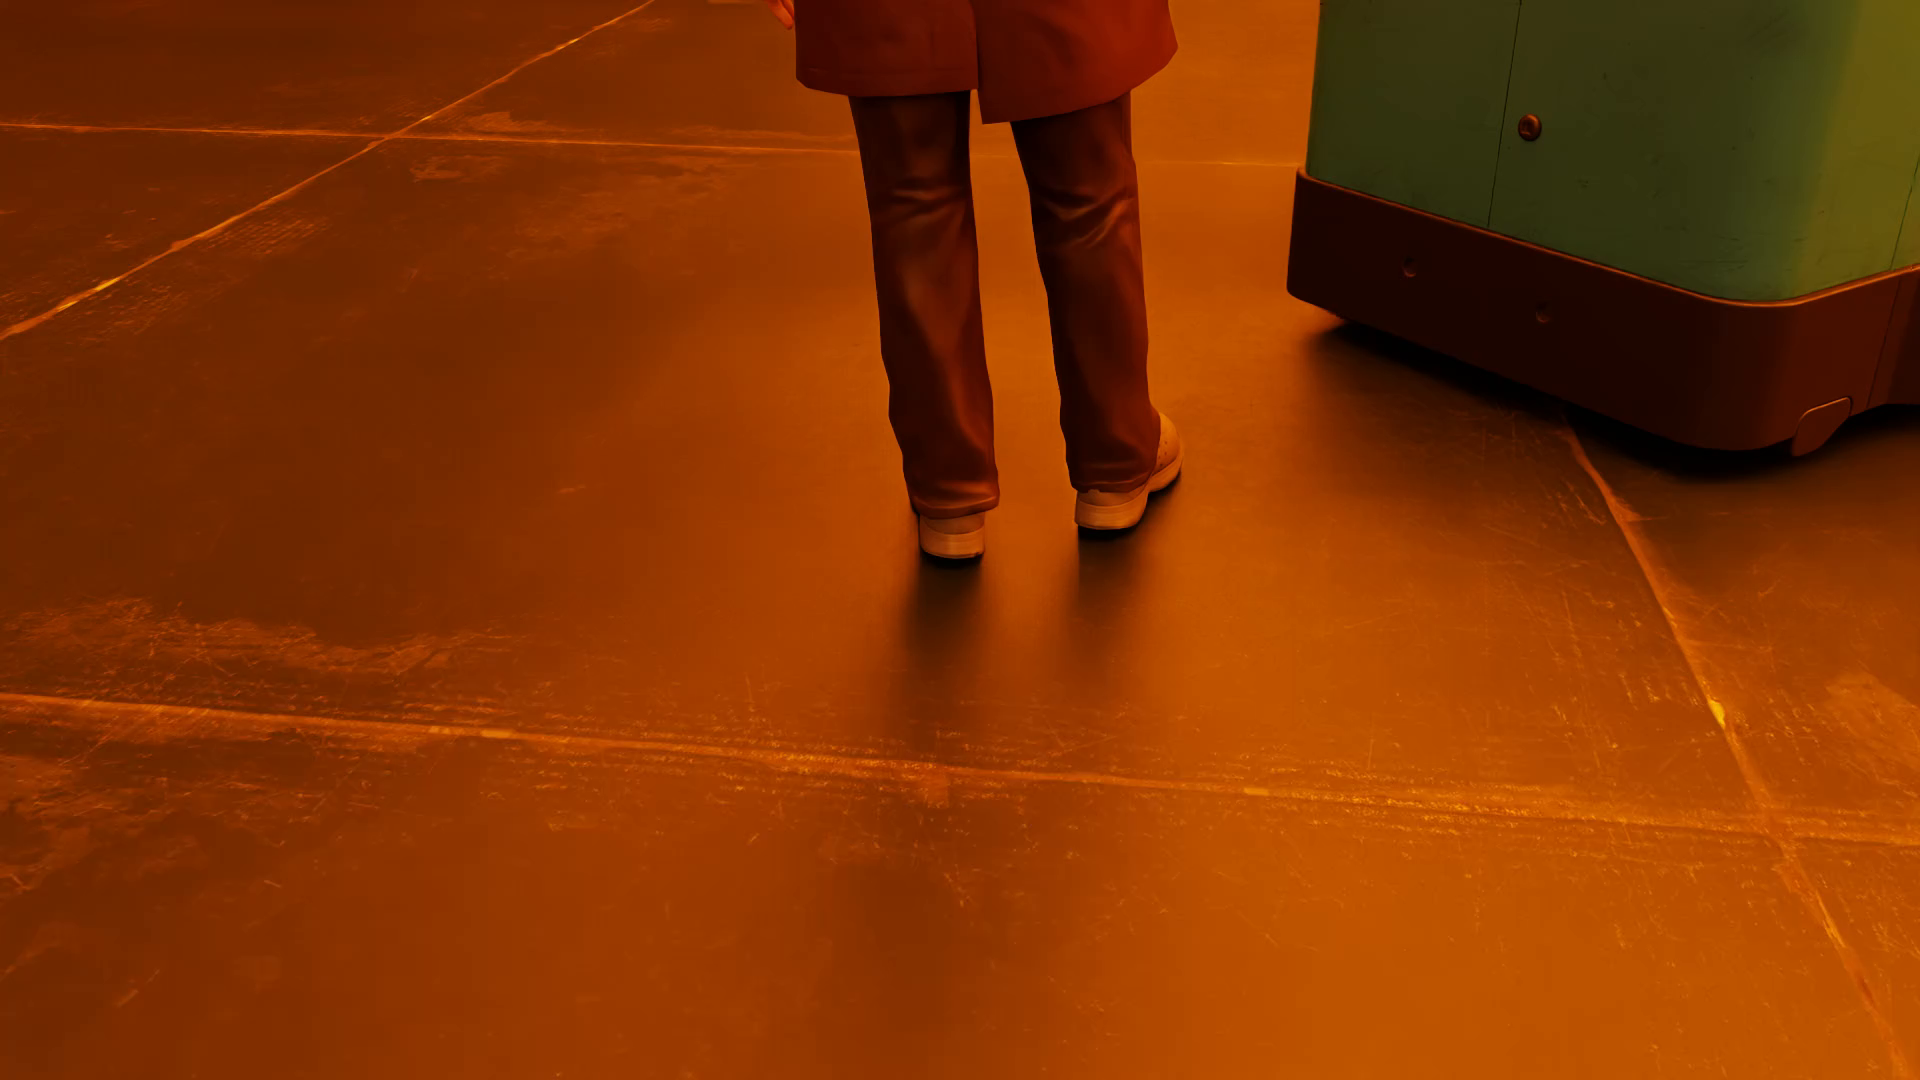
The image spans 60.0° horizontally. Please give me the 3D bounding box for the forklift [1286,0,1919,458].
[{"bbox_3d":[2.171,-1.933,3.093,3.031,2.935,1.130,-16,31,-29],"label":"forklift"}]

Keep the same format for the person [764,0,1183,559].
[{"bbox_3d":[0.016,-0.842,2.180,0.698,1.777,0.581,3,27,7],"label":"person"}]
